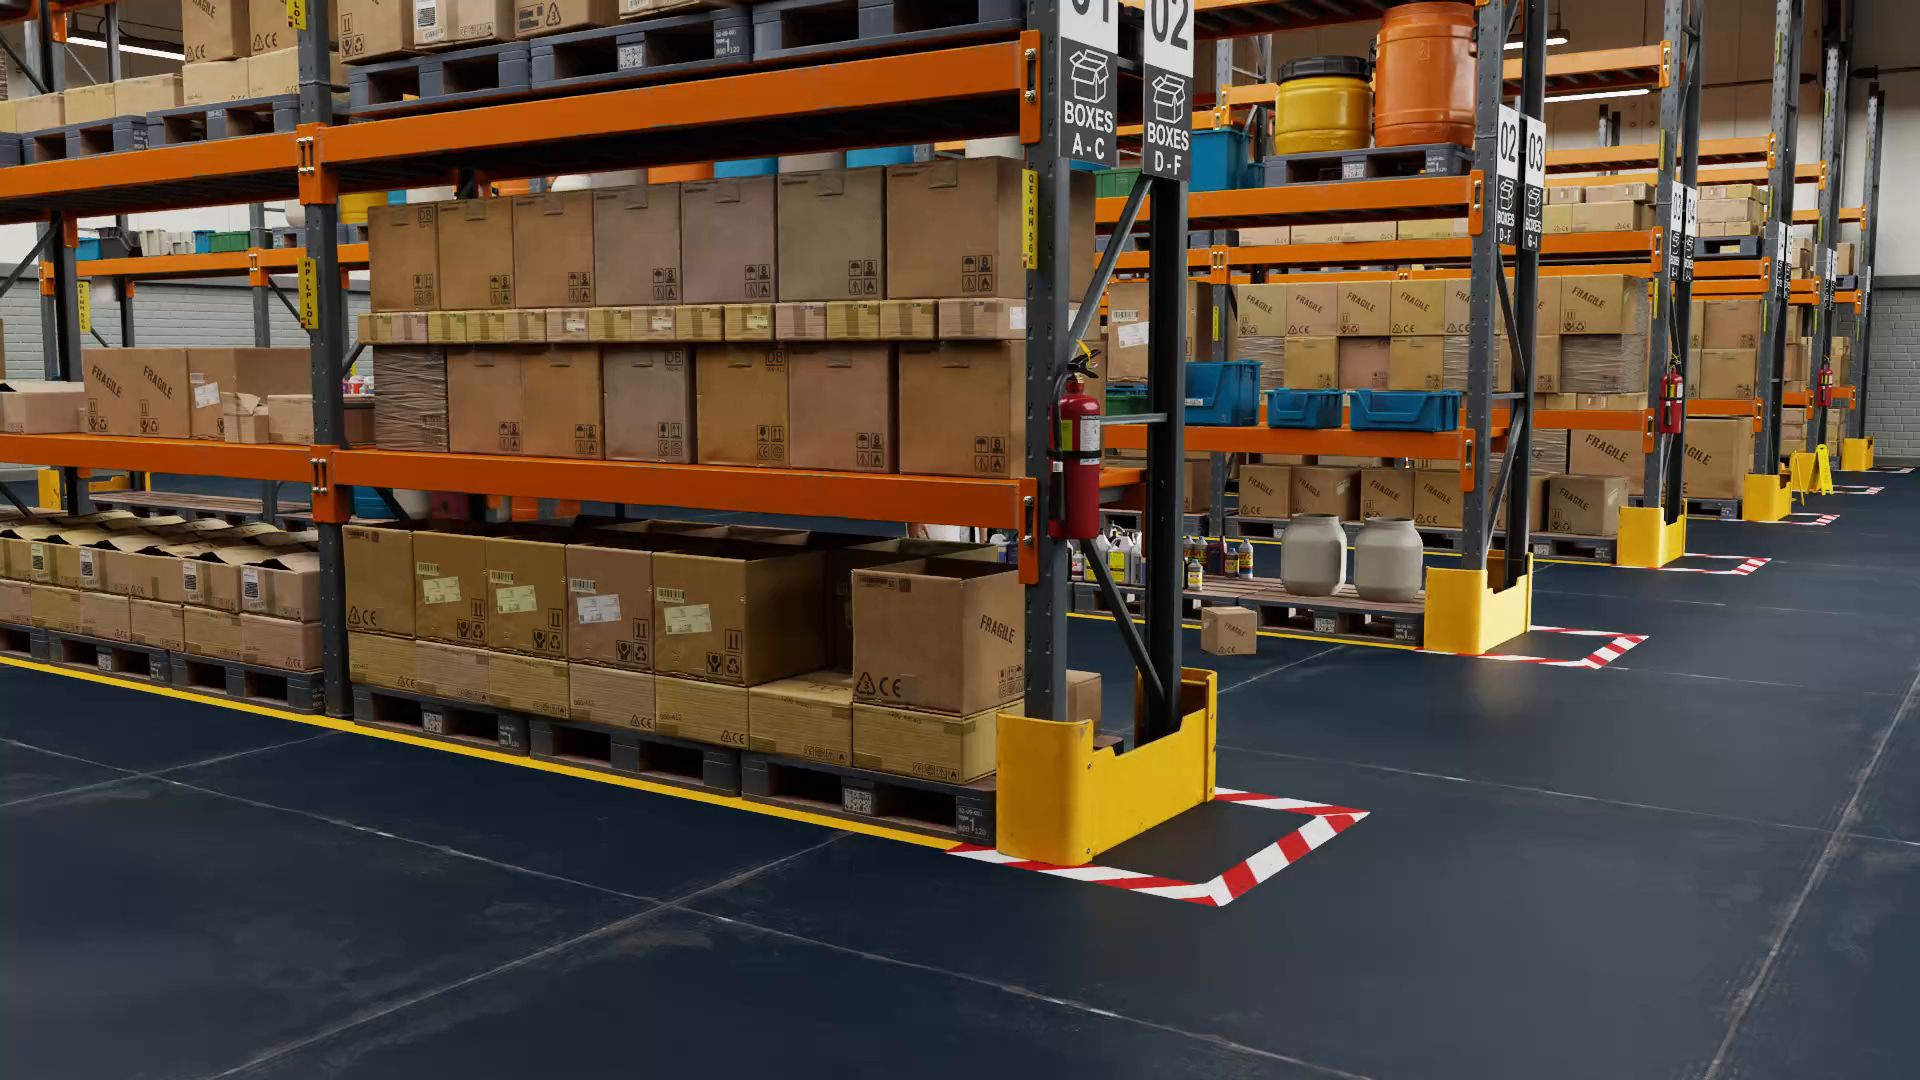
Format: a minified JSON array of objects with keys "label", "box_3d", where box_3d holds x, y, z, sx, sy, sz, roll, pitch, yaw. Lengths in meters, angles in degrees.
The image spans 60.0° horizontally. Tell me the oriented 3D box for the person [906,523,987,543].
[{"label":"person","box_3d":[-0.016,-0.063,8.317,0.578,1.778,0.698,4,7,34]}]
